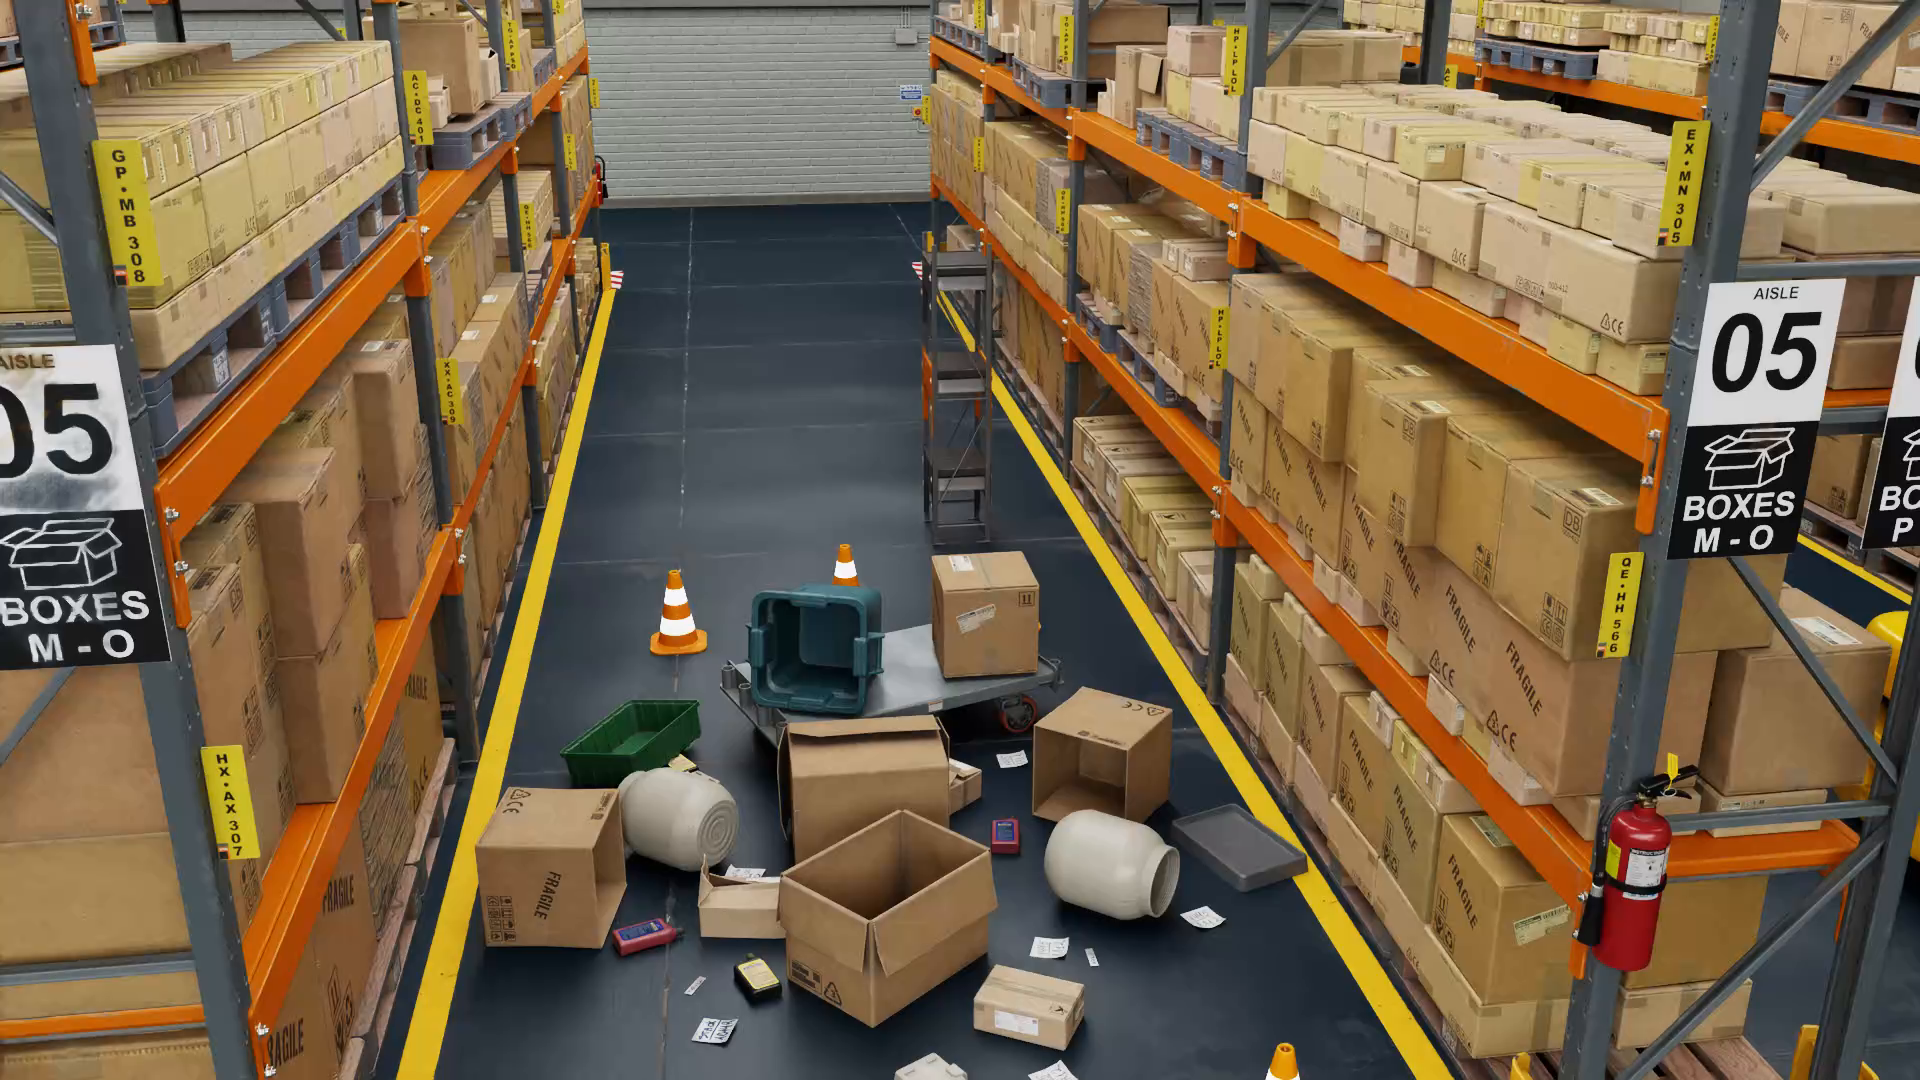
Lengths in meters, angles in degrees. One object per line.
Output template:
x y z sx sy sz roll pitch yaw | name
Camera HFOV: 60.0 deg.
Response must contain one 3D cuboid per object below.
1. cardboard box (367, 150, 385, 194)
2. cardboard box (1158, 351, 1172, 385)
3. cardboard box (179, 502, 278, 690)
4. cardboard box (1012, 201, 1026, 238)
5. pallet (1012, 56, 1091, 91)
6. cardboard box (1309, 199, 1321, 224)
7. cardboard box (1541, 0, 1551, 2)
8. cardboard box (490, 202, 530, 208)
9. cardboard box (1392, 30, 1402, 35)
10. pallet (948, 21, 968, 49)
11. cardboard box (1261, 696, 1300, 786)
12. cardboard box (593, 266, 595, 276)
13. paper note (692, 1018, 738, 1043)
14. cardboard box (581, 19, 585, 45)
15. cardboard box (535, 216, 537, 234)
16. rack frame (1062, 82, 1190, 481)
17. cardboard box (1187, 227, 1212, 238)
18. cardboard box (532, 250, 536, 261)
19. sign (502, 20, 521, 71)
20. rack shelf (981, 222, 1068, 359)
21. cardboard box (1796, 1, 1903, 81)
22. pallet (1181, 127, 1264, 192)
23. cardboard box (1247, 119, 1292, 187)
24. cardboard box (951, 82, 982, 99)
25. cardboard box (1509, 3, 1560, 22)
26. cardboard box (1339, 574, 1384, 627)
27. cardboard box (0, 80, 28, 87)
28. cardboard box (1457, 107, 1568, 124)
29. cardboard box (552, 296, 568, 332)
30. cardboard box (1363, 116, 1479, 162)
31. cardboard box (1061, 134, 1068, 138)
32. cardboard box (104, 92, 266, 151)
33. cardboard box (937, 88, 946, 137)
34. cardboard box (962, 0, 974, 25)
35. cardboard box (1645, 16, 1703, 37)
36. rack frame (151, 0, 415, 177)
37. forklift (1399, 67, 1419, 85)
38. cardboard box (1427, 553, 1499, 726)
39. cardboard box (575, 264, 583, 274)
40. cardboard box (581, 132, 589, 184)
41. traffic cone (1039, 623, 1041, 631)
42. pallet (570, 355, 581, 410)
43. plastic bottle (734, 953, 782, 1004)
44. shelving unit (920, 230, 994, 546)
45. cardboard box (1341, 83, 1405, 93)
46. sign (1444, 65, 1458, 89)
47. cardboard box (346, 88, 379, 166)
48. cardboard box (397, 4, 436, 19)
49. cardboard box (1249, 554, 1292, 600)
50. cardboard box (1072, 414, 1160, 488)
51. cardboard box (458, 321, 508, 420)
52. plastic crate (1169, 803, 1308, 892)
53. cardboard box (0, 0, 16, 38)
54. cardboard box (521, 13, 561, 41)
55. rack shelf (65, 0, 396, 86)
-2.554 -1.485 6.734 0.380 0.149 0.250 -3 21 -7 | cardboard box
1.404 -1.036 9.962 0.380 0.149 0.250 -3 21 -7 | cardboard box
-2.608 0.252 4.997 0.875 0.550 0.550 -3 21 -8 | cardboard box
0.741 -2.762 14.325 0.500 0.250 0.500 -4 21 -9 | cardboard box
0.999 -3.834 13.678 1.003 0.211 1.213 -2 21 -5 | pallet
1.815 -1.519 7.567 0.380 0.149 0.250 -3 21 -8 | cardboard box
5.755 -5.309 15.955 0.396 0.266 0.258 -3 21 -9 | cardboard box
-3.641 -2.608 13.321 0.380 0.149 0.250 -2 21 -6 | cardboard box
5.007 -5.561 18.391 0.380 0.149 0.250 -3 21 -8 | cardboard box
0.452 -5.364 17.631 1.003 0.211 1.213 -3 21 -8 | pallet
1.791 0.968 8.166 0.500 0.250 0.500 -2 21 -5 | cardboard box
-4.293 -3.048 18.639 0.380 0.149 0.250 -4 21 -10 | cardboard box
-0.962 1.922 6.529 0.144 0.017 0.142 4 21 11 | paper note
-4.401 -5.586 18.313 0.500 0.250 0.500 -3 21 -9 | cardboard box
-3.676 -2.561 13.618 0.380 0.149 0.250 -2 21 -6 | cardboard box
1.308 -1.910 12.544 1.000 3.000 0.127 -3 21 -8 | rack frame
1.808 -1.797 11.071 0.500 0.500 0.500 -4 21 -11 | cardboard box
-3.633 -2.329 13.423 0.380 0.149 0.250 -3 21 -7 | cardboard box
-3.025 -3.335 11.220 0.100 0.325 0.005 -3 21 -8 | sign
1.020 -2.266 14.523 1.077 0.370 4.000 -3 21 -8 | rack shelf
6.255 -3.425 11.425 0.700 0.500 0.500 -3 21 -9 | cardboard box
1.902 -2.062 8.930 1.213 0.211 1.003 -3 21 -8 | pallet
1.678 -1.833 7.840 0.500 0.250 0.500 -3 21 -9 | cardboard box
0.114 -4.823 17.844 0.380 0.149 0.250 -3 21 -9 | cardboard box
5.356 -4.913 15.487 0.380 0.149 0.250 -3 21 -9 | cardboard box
1.852 0.247 7.127 0.380 0.149 0.250 -3 21 -8 | cardboard box
-3.026 -1.388 5.334 0.380 0.149 0.250 -3 21 -7 | cardboard box
2.312 -1.728 6.987 0.380 0.149 0.250 -3 21 -9 | cardboard box
-3.733 -1.964 14.588 0.500 0.250 0.500 -2 21 -5 | cardboard box
1.849 -1.613 6.679 0.380 0.149 0.250 -3 21 -9 | cardboard box
1.180 -3.313 14.728 0.500 0.500 0.500 -2 21 -6 | cardboard box
-2.301 -1.244 4.949 0.380 0.149 0.250 -3 21 -9 | cardboard box
0.024 -4.836 18.806 0.500 0.500 0.500 -3 21 -9 | cardboard box
0.297 -5.670 17.437 0.500 0.500 0.500 -3 21 -7 | cardboard box
5.861 -4.203 13.615 0.380 0.149 0.250 -3 21 -9 | cardboard box
-2.999 -3.051 7.024 1.000 3.000 0.127 -3 21 -8 | rack frame
3.743 -2.380 13.900 1.130 2.935 3.031 -6 21 -15 | forklift
2.043 0.326 5.989 0.500 0.500 0.500 -3 21 -8 | cardboard box
-4.196 -2.823 17.610 0.380 0.149 0.250 -3 21 -7 | cardboard box
-4.257 -4.085 17.799 0.500 0.500 0.500 -3 21 -8 | cardboard box
0.321 0.304 10.240 0.336 0.463 0.334 -3 21 -8 | traffic cone
-4.038 -1.435 15.256 1.003 0.211 1.213 -3 21 -8 | pallet
-0.844 1.792 6.831 0.133 0.061 0.283 -11 23 -26 | plastic bottle
-0.024 -1.041 11.502 0.431 2.100 0.503 -3 21 -8 | shelving unit
2.198 -2.280 8.859 0.500 0.250 0.500 -3 21 -9 | cardboard box
2.421 -2.203 8.301 0.100 0.325 0.005 -3 21 -8 | sign
-2.601 -1.626 6.541 0.500 0.250 0.500 -3 21 -8 | cardboard box
-3.979 -3.740 11.919 0.396 0.266 0.258 -3 21 -8 | cardboard box
1.662 0.175 8.291 0.380 0.149 0.250 -3 21 -7 | cardboard box
1.380 -0.680 12.405 0.950 0.372 0.625 -4 21 -11 | cardboard box
-3.024 -1.007 9.982 0.500 0.500 0.500 -3 21 -7 | cardboard box
1.300 1.427 7.780 0.402 0.080 0.583 -11 23 -26 | plastic crate
-9.320 -4.945 15.497 0.700 0.500 0.500 -2 21 -5 | cardboard box
-3.984 -4.758 15.382 0.500 0.250 0.500 -2 21 -6 | cardboard box
-2.710 -1.834 5.366 1.077 0.370 4.000 -3 21 -8 | rack shelf
